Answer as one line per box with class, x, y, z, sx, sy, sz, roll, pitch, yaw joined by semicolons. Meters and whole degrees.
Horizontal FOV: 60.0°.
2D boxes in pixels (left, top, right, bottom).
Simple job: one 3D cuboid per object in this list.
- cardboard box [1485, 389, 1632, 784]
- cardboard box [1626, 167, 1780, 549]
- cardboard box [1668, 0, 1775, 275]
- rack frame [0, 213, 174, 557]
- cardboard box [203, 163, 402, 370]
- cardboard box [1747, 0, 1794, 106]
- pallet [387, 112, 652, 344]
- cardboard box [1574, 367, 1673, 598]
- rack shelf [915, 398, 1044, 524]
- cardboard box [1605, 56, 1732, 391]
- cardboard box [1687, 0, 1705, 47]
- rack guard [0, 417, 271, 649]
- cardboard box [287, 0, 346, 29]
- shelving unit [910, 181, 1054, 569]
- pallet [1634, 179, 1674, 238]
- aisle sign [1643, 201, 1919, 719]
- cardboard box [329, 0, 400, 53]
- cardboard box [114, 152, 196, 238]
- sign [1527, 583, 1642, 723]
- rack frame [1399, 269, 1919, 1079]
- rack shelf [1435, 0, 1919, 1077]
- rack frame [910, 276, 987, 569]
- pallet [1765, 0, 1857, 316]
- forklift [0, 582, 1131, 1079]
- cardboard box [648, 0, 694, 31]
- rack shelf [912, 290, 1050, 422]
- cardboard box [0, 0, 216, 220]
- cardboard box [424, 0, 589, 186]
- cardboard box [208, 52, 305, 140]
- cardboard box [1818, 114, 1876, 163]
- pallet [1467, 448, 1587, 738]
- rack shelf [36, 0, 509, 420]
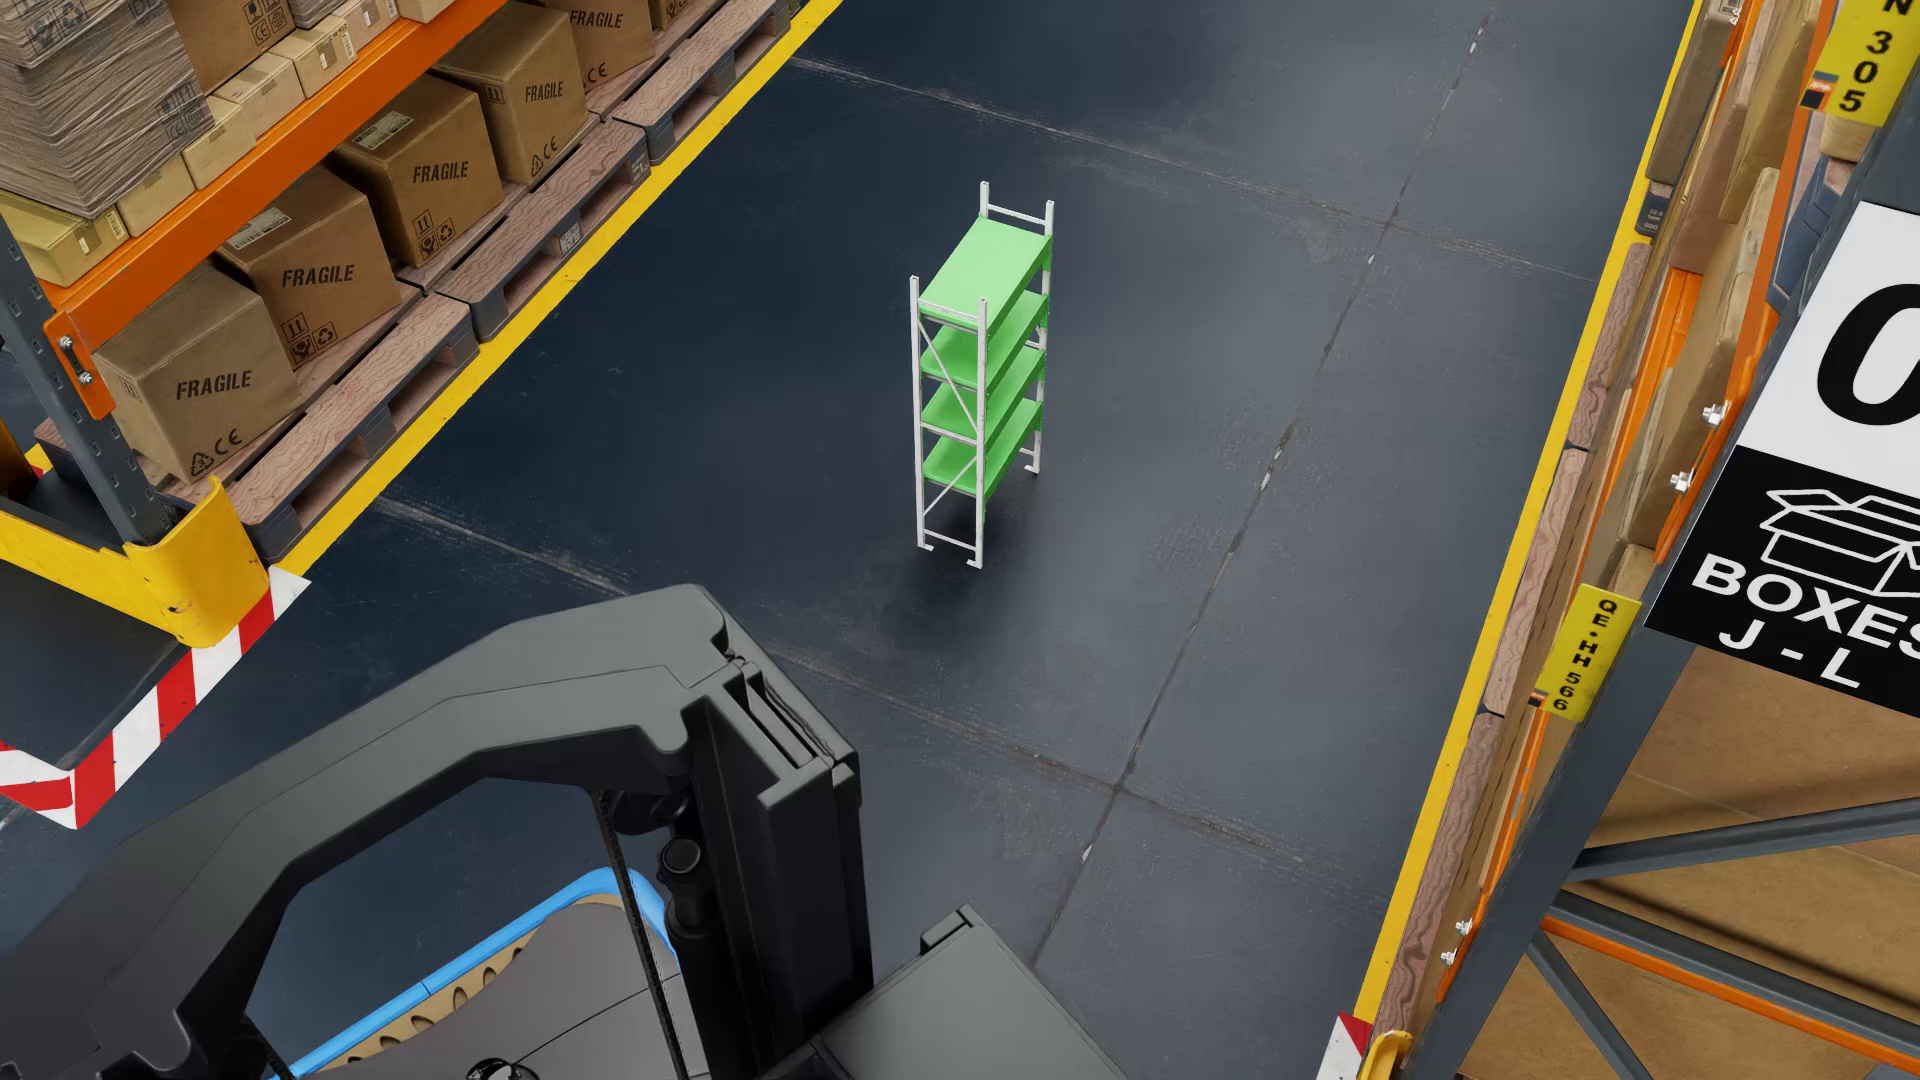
cardboard box;2.103;0.285;4.657;0.875;0.875;0.875;19;52;16
cardboard box;1.844;-0.222;3.162;0.875;0.550;0.550;20;52;16
cardboard box;2.509;-0.998;4.531;0.875;0.550;0.550;20;52;16
rack frame;-2.943;-0.856;4.509;1.000;3.000;0.127;20;52;16
cardboard box;-2.436;-1.029;6.022;0.500;0.500;0.500;33;57;25
cardboard box;2.534;-1.339;4.112;0.875;0.550;0.550;20;52;16
pallet;-2.009;-1.389;6.793;1.003;0.211;1.213;20;52;16
cardboard box;1.831;0.123;3.577;0.875;0.550;0.550;20;52;16
rack shelf;0.071;-0.306;5.621;0.258;0.148;0.480;20;52;16
cardboard box;2.875;-0.964;5.720;0.875;0.875;0.875;21;53;17
cardboard box;3.807;-2.453;7.069;1.050;0.750;0.750;20;52;16
rack guard;-2.910;-0.098;5.505;1.175;0.500;0.348;20;52;16
cardboard box;-2.325;-2.068;5.279;0.875;0.500;0.500;20;52;16
shelving unit;0.071;-0.503;5.390;0.258;1.200;0.503;20;52;16
pallet;3.469;-1.579;6.955;1.003;0.211;1.213;20;52;16
aisle sign;1.197;-0.063;2.128;0.394;0.787;0.004;20;52;16
cardboard box;-2.077;-1.756;5.439;0.380;0.149;0.250;20;52;16
cardboard box;-2.481;-1.059;4.846;0.380;0.149;0.250;20;52;16
sign;1.014;0.190;2.703;0.100;0.325;0.005;20;52;16
rack frame;1.499;0.828;3.076;1.000;3.000;0.127;20;52;16
rack shelf;2.353;-0.316;4.522;1.077;0.370;4.000;20;52;16
rack frame;-0.034;-0.335;5.247;0.240;1.200;0.015;20;52;16
pallet;1.806;-0.630;2.405;1.003;0.211;1.213;20;52;16
forklift;-0.214;1.560;2.498;1.130;2.935;3.031;-32;57;-24
cardboard box;-1.441;-2.674;7.421;0.500;0.500;0.500;18;52;15
rack shelf;0.071;-0.617;5.256;0.258;0.148;0.480;20;52;16
cardboard box;-2.683;-1.354;4.672;0.875;0.500;0.500;20;52;16
cardboard box;-1.873;-1.824;6.698;0.500;0.500;0.500;16;51;13
cardboard box;-2.273;-1.405;5.141;0.380;0.149;0.250;20;52;16
cardboard box;1.334;-0.571;2.120;0.380;0.149;0.250;20;52;16
pallet;2.292;0.318;5.341;1.003;0.211;1.213;20;52;16
rack shelf;-2.088;-2.000;5.954;1.077;0.370;4.000;20;52;16
